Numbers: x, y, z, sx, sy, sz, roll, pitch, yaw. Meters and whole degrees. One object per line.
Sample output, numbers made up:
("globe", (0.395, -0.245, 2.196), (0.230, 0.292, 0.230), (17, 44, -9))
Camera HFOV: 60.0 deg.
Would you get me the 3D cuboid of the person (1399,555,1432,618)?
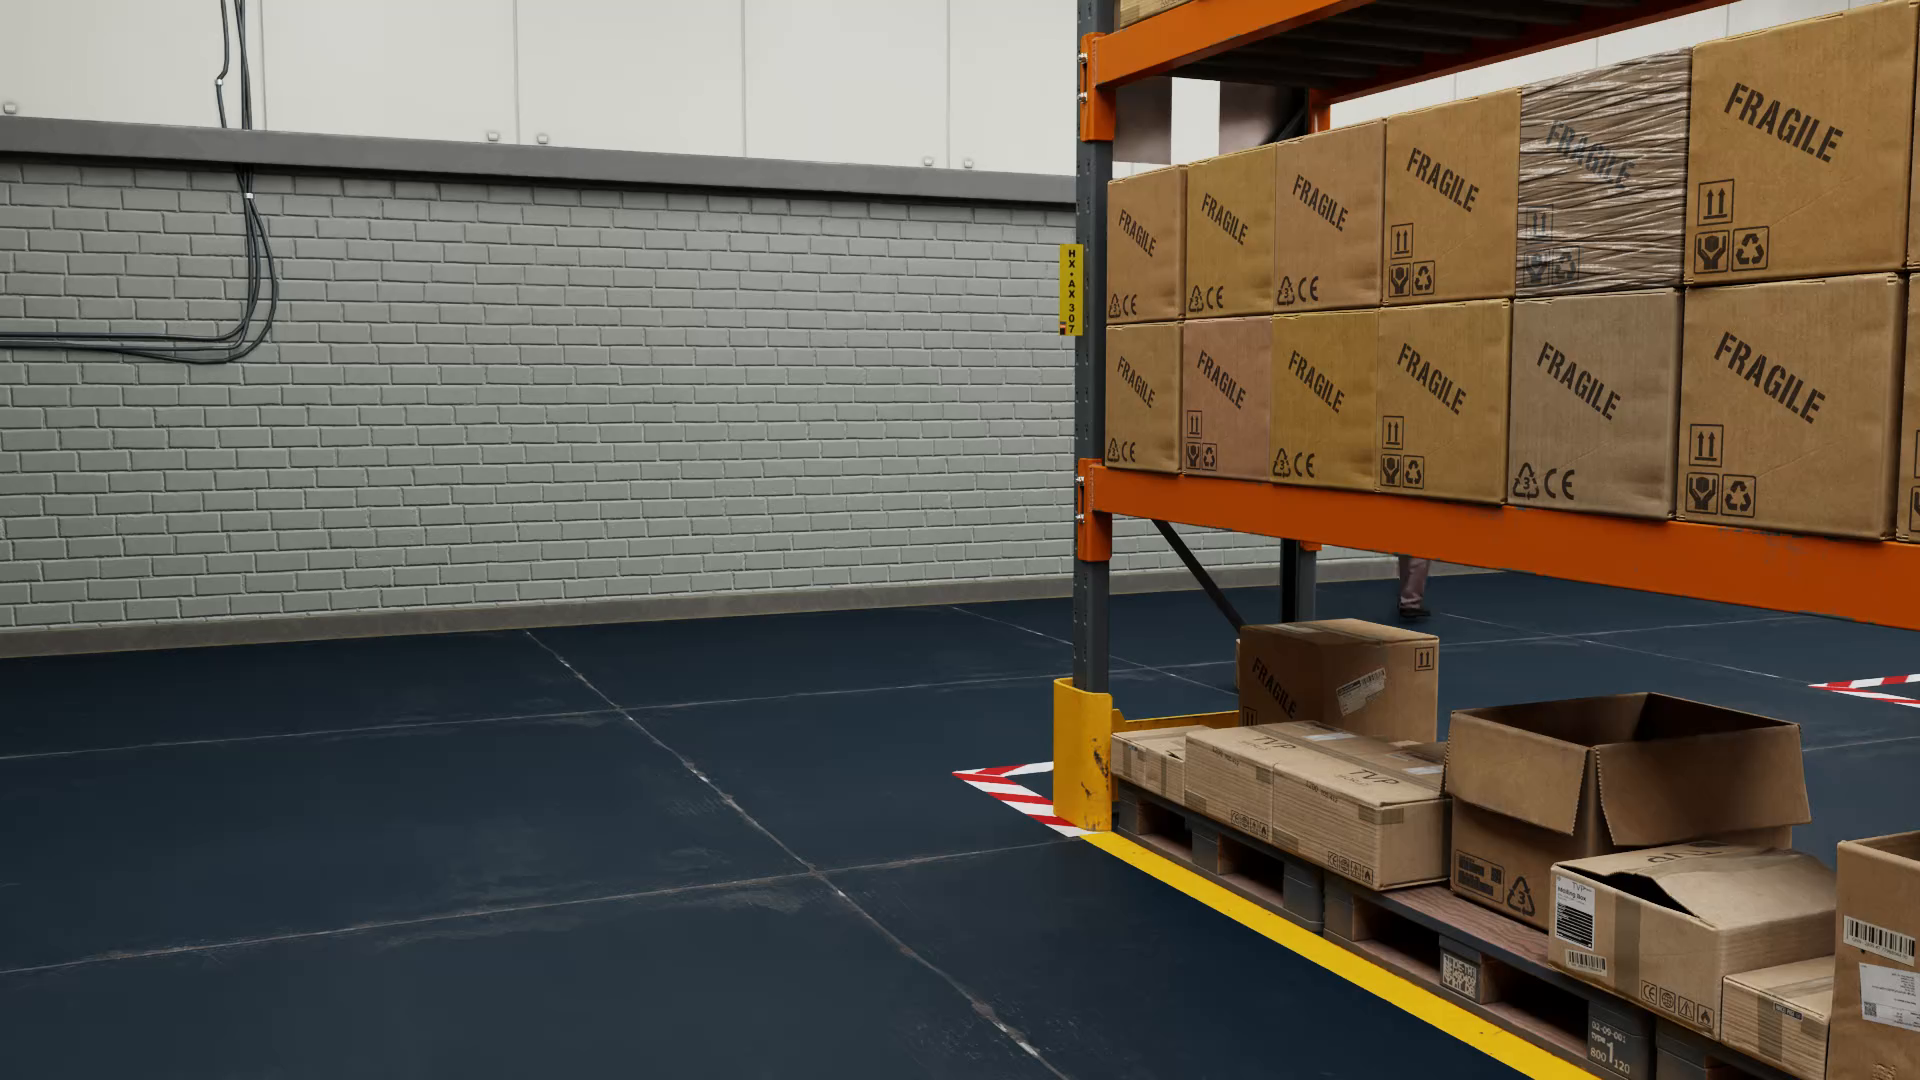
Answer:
("person", (3.146, -0.306, 11.276), (0.556, 1.769, 0.722), (4, 7, 36))
